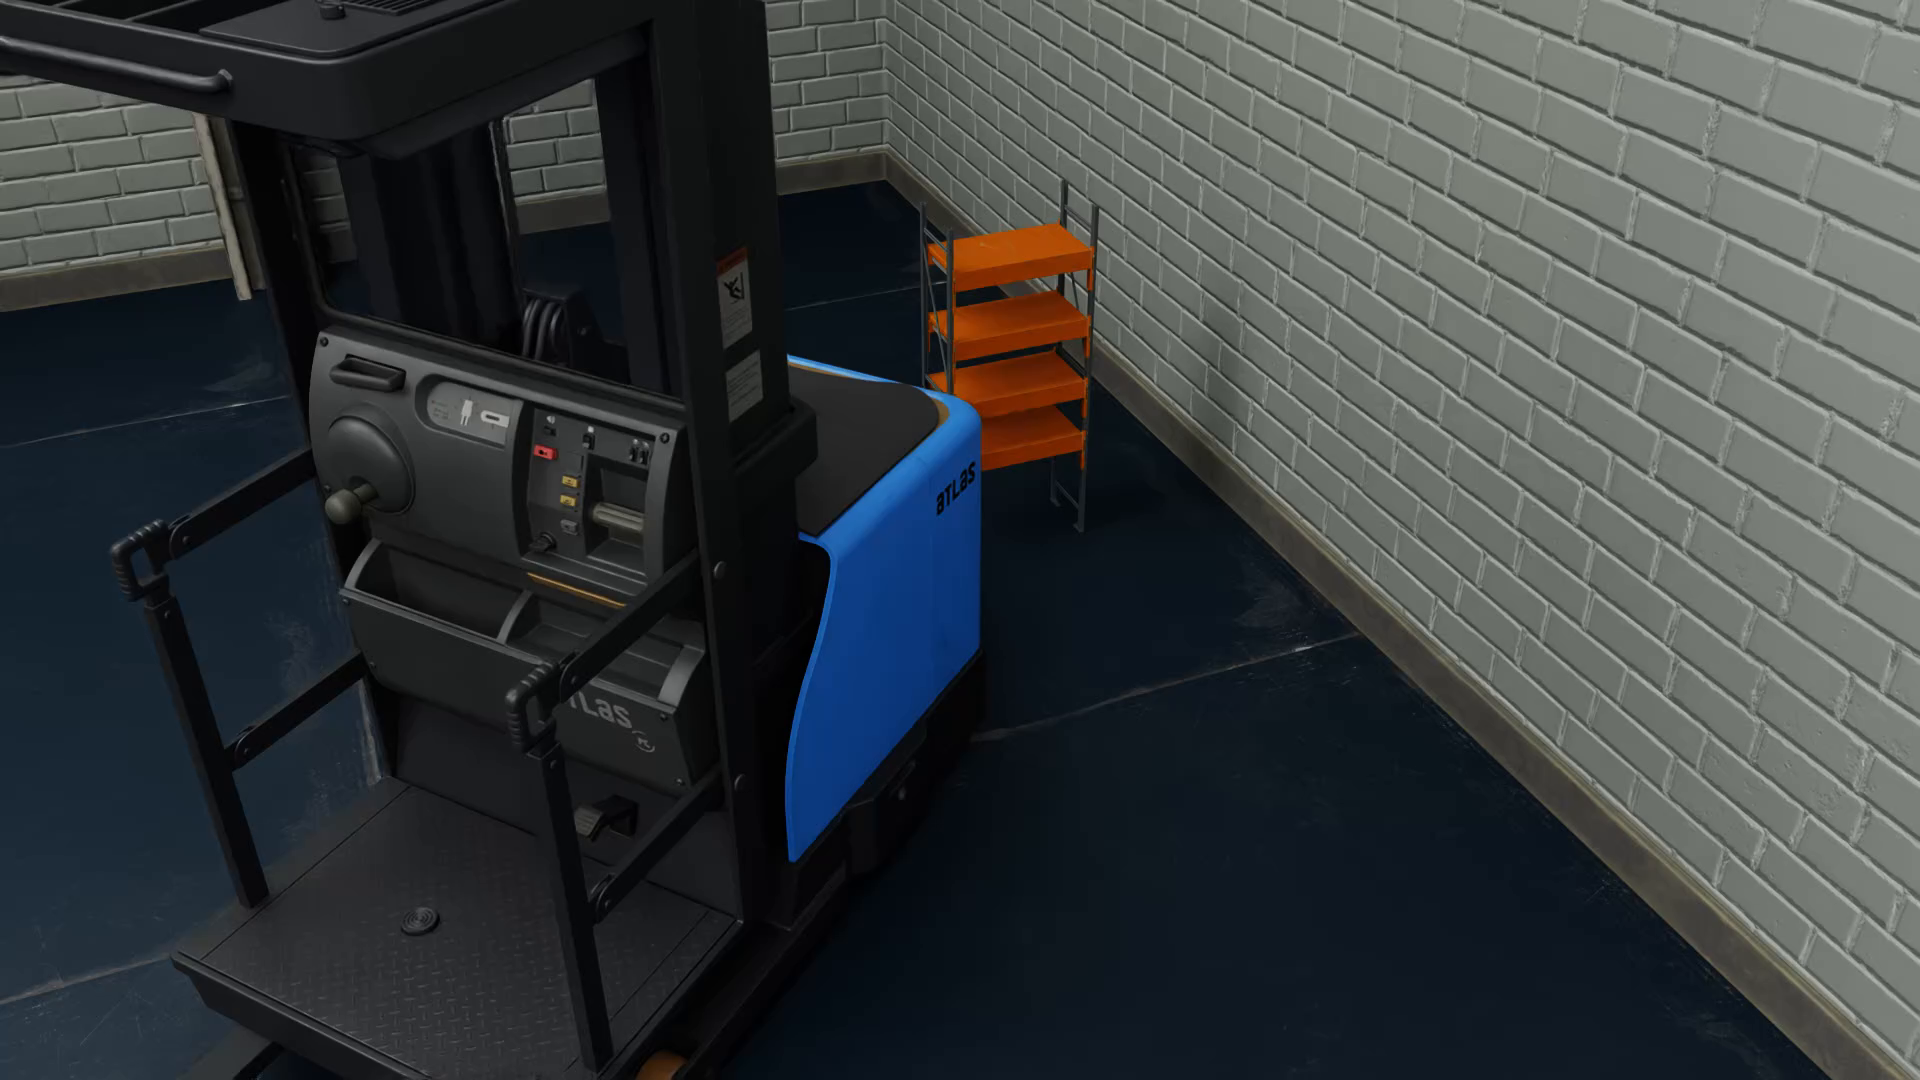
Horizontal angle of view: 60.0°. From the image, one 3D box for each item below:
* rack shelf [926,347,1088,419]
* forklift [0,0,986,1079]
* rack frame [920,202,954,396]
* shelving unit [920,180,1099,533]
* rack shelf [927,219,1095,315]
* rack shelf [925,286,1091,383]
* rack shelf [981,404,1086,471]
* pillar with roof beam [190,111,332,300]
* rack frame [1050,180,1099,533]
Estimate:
[{"bbox_3d":[0.153,-0.481,5.513,0.480,0.148,0.258,-13,35,-19],"label":"rack shelf"},{"bbox_3d":[-1.060,-0.103,3.221,1.130,2.935,3.031,16,36,23],"label":"forklift"},{"bbox_3d":[-0.072,-0.486,5.397,0.015,1.200,0.240,-13,35,-19],"label":"rack frame"},{"bbox_3d":[0.153,-0.538,5.476,0.503,1.200,0.258,-13,35,-19],"label":"shelving unit"},{"bbox_3d":[0.153,-0.867,5.262,0.480,0.148,0.258,-13,35,-19],"label":"rack shelf"},{"bbox_3d":[0.153,-0.669,5.391,0.480,0.148,0.258,-13,35,-19],"label":"rack shelf"},{"bbox_3d":[0.153,-0.315,5.621,0.480,0.148,0.258,-13,35,-19],"label":"rack shelf"},{"bbox_3d":[-1.413,-2.789,1.786,0.400,9.000,9.100,-13,35,-19],"label":"pillar with roof beam"},{"bbox_3d":[0.378,-0.589,5.556,0.015,1.200,0.240,-13,35,-19],"label":"rack frame"}]
